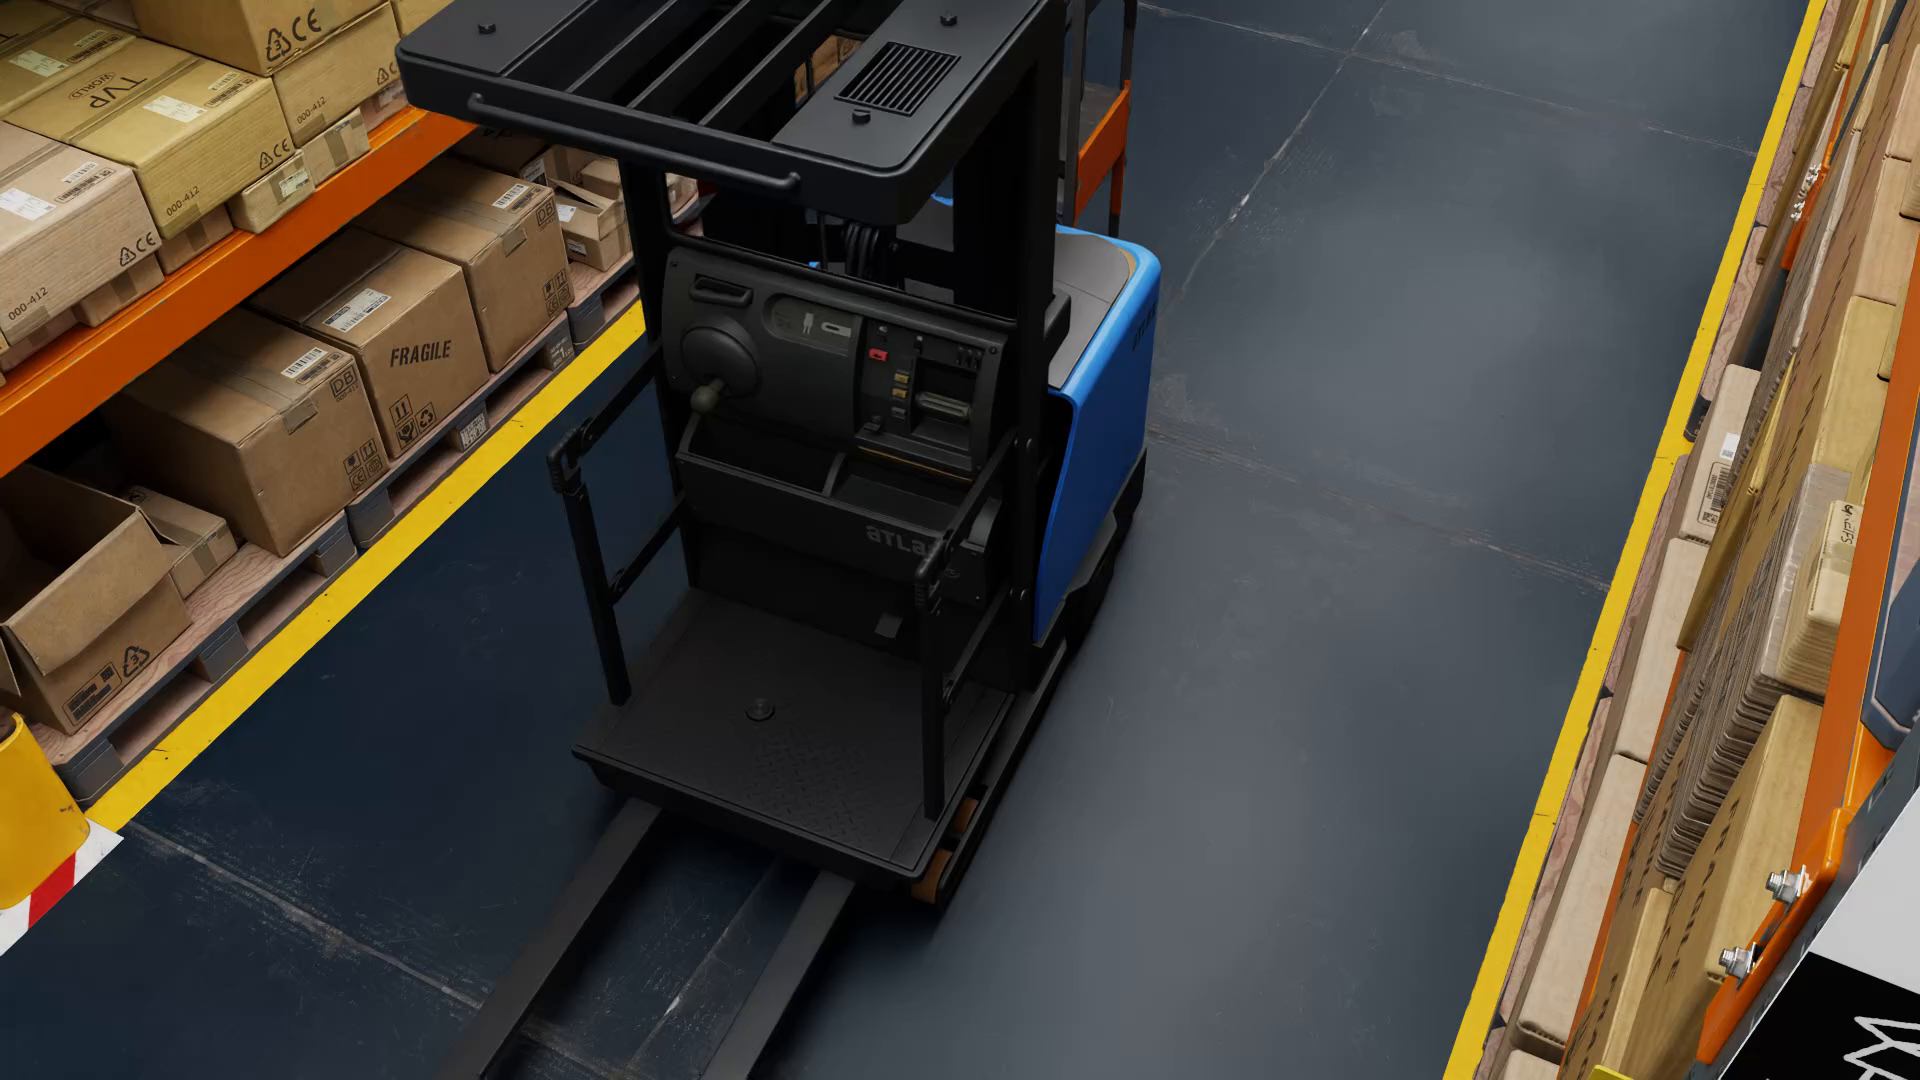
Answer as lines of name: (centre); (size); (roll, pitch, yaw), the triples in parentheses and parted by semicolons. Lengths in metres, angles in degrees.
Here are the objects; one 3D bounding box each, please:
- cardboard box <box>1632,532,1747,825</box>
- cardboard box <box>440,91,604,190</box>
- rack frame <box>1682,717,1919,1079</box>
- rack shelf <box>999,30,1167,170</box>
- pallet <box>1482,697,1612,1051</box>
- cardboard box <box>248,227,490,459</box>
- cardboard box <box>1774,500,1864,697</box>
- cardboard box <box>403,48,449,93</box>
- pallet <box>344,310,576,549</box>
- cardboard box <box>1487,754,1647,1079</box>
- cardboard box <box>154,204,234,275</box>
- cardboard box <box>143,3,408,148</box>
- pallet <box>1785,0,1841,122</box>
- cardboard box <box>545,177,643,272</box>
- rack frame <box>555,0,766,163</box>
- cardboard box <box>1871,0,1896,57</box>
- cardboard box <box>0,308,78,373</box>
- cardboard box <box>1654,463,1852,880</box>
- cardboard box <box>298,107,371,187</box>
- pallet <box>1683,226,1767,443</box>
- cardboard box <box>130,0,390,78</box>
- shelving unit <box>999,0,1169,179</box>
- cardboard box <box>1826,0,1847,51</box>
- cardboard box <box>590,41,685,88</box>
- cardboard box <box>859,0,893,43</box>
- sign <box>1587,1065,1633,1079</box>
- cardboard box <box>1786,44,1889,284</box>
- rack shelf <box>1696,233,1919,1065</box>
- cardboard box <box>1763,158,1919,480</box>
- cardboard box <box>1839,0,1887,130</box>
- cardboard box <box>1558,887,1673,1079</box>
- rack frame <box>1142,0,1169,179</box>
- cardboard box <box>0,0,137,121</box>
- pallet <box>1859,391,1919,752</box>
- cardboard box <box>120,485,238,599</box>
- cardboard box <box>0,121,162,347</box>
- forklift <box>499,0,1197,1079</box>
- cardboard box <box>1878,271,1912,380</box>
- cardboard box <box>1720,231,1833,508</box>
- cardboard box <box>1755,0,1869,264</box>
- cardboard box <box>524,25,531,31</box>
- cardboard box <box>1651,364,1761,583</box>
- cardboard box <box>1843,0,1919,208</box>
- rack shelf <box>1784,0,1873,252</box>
cardboard box: (1.693, 0.330, 3.245); (0.500, 0.500, 0.500); (22, 49, 20)
cardboard box: (-1.830, -1.626, 6.843); (0.500, 0.311, 0.500); (22, 49, 20)
rack frame: (1.227, 1.395, 2.263); (1.000, 3.000, 0.127); (20, 49, 19)
rack shelf: (0.417, -1.450, 5.726); (0.431, 0.518, 0.480); (17, 48, 16)
pallet: (2.096, 1.080, 4.535); (1.003, 0.211, 1.213); (20, 49, 19)
cardboard box: (-2.038, -0.691, 5.786); (0.500, 0.500, 0.500); (21, 49, 20)
cardboard box: (1.358, 0.129, 2.284); (0.380, 0.149, 0.250); (20, 49, 19)
cardboard box: (-1.898, -1.594, 5.393); (0.380, 0.149, 0.250); (21, 49, 20)
pallet: (-2.199, -0.578, 6.173); (1.003, 0.211, 1.213); (20, 49, 19)
cardboard box: (1.862, 1.119, 4.041); (0.875, 0.438, 0.875); (22, 49, 20)
cardboard box: (-2.318, -0.931, 4.738); (0.380, 0.149, 0.250); (21, 49, 20)
cardboard box: (-2.037, -1.458, 4.978); (0.500, 0.250, 0.500); (19, 48, 18)
pallet: (4.508, -2.193, 7.769); (1.003, 0.211, 1.213); (20, 49, 19)
cardboard box: (-1.479, -1.276, 6.529); (0.396, 0.266, 0.258); (22, 49, 20)
rack frame: (-1.314, -2.762, 6.371); (1.000, 3.000, 0.127); (20, 49, 19)
cardboard box: (3.073, -1.606, 4.983); (0.500, 0.250, 0.500); (20, 49, 19)
cardboard box: (-2.607, -0.623, 4.433); (0.380, 0.149, 0.250); (20, 49, 19)
cardboard box: (1.456, 0.287, 2.584); (0.500, 0.500, 0.500); (21, 49, 19)
cardboard box: (-2.029, -1.238, 5.041); (0.380, 0.149, 0.250); (22, 49, 20)
pallet: (3.375, -0.656, 6.250); (1.003, 0.211, 1.213); (20, 49, 19)
cardboard box: (-2.026, -1.699, 4.690); (0.500, 0.500, 0.500); (22, 49, 20)
shelving unit: (0.417, -1.460, 5.717); (0.431, 2.100, 0.503); (17, 48, 16)
cardboard box: (4.546, -2.638, 7.447); (0.875, 0.875, 0.875); (20, 49, 19)
cardboard box: (-1.348, -2.438, 7.513); (0.500, 0.500, 0.500); (20, 49, 19)
cardboard box: (-0.652, -2.600, 7.673); (0.500, 0.500, 0.500); (20, 49, 19)
sign: (0.753, 0.716, 1.952); (0.100, 0.325, 0.005); (20, 49, 19)
cardboard box: (2.634, -0.951, 4.511); (0.500, 0.500, 0.500); (22, 49, 20)
rack shelf: (2.155, -0.667, 2.697); (1.077, 0.370, 4.000); (20, 49, 19)
cardboard box: (1.924, -0.340, 3.204); (0.500, 0.500, 0.500); (20, 49, 19)
cardboard box: (3.069, -1.438, 5.168); (0.500, 0.250, 0.500); (19, 48, 18)
cardboard box: (1.216, 0.968, 2.614); (0.500, 0.500, 0.500); (21, 49, 19)
rack frame: (0.515, -1.619, 5.874); (0.400, 2.100, 0.015); (17, 48, 16)
cardboard box: (-2.718, -1.306, 4.828); (0.500, 0.250, 0.500); (22, 49, 20)
pallet: (1.562, -0.100, 1.693); (1.003, 0.211, 1.213); (20, 49, 19)
cardboard box: (-2.572, 0.004, 5.346); (0.380, 0.149, 0.250); (19, 48, 18)
cardboard box: (-2.488, -0.808, 4.336); (0.500, 0.250, 0.500); (21, 49, 19)
forklift: (-0.273, -0.585, 4.268); (1.130, 2.935, 3.031); (17, 48, 16)
cardboard box: (1.760, -0.334, 2.742); (0.380, 0.149, 0.250); (22, 49, 20)
cardboard box: (2.160, -0.324, 3.891); (0.500, 0.500, 0.500); (21, 49, 19)
cardboard box: (3.713, -1.515, 6.337); (0.875, 0.875, 0.875); (22, 49, 20)
cardboard box: (-1.585, -1.890, 5.686); (0.380, 0.149, 0.250); (22, 49, 20)
cardboard box: (2.697, -0.012, 5.159); (0.875, 0.438, 0.875); (20, 49, 19)
cardboard box: (2.408, -0.976, 3.832); (0.500, 0.500, 0.500); (20, 49, 19)
rack shelf: (4.012, -2.132, 6.254); (1.077, 0.370, 4.000); (20, 49, 19)
